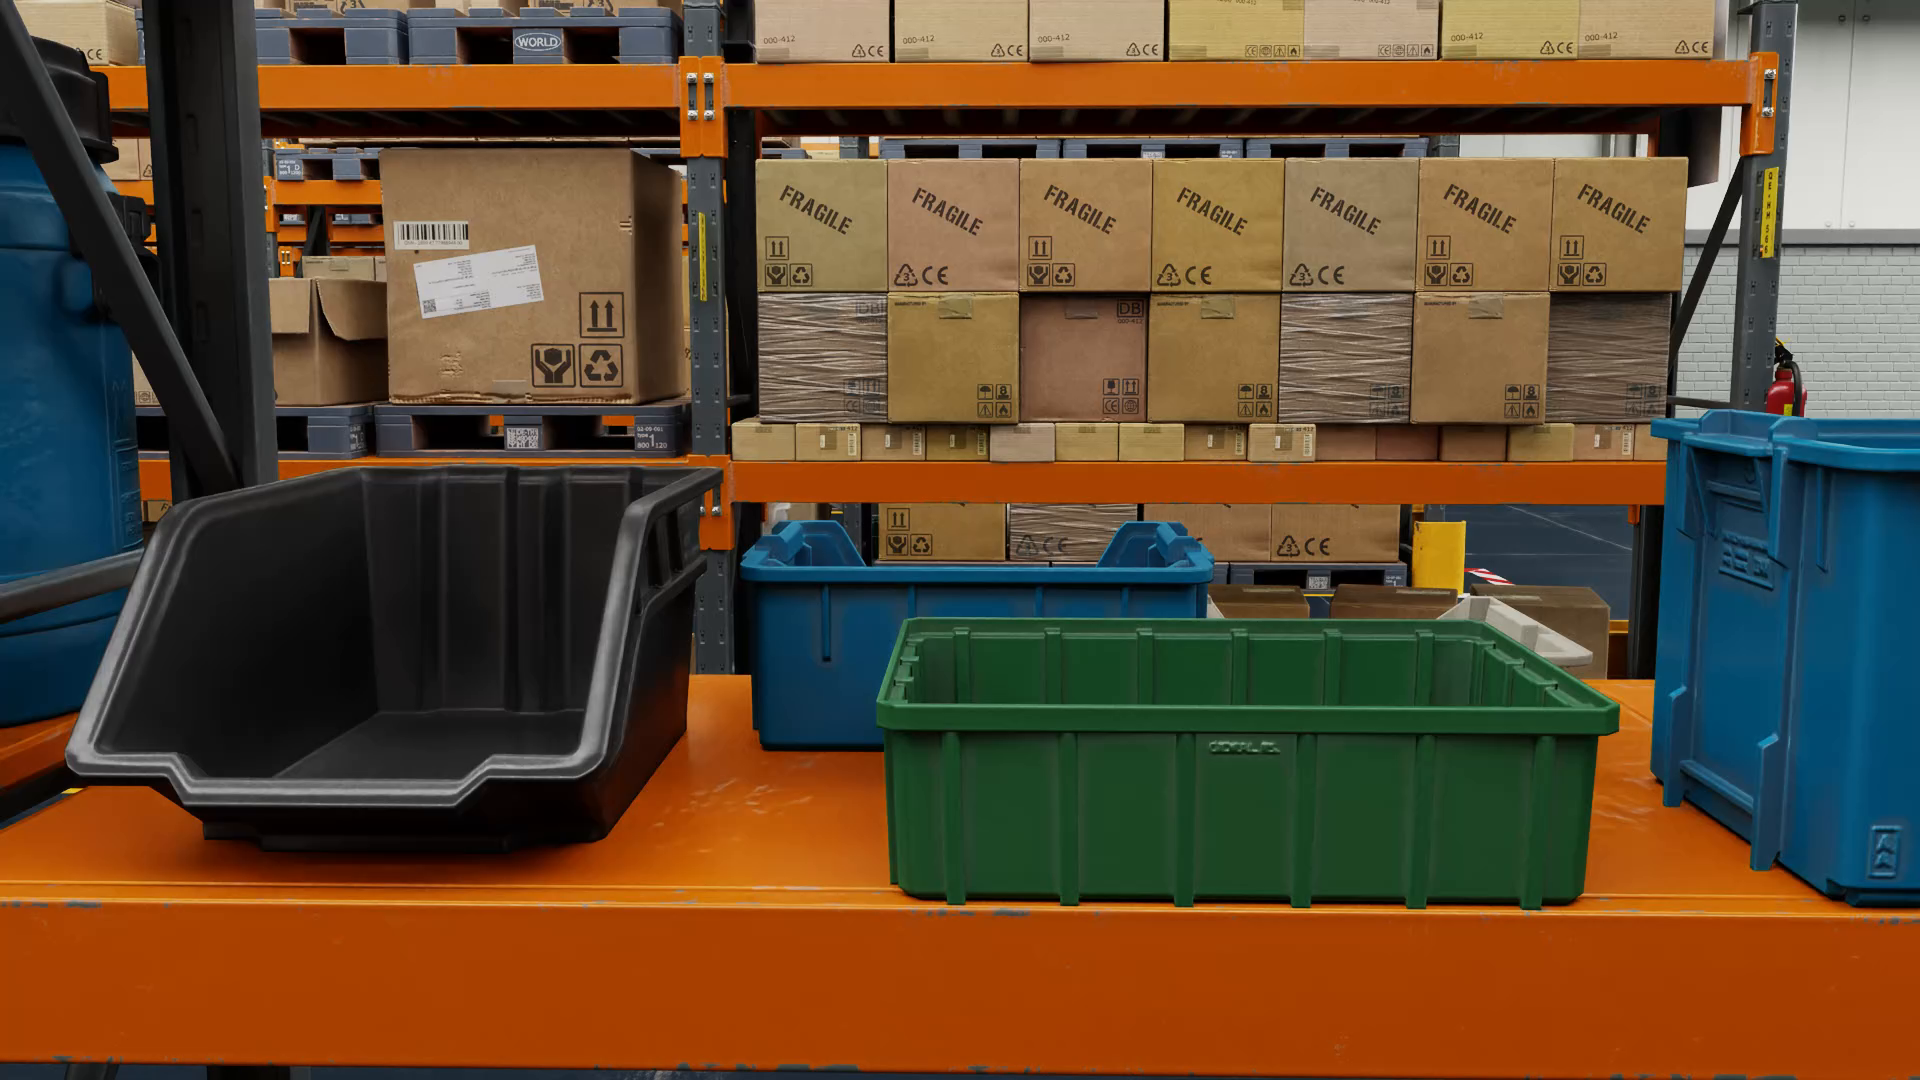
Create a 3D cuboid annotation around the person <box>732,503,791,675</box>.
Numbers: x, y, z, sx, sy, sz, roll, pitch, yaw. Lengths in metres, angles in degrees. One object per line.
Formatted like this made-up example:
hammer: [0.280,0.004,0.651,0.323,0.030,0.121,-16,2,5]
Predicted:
person: [-1.037,-0.078,8.489,0.335,1.729,0.495,-2,8,-13]
